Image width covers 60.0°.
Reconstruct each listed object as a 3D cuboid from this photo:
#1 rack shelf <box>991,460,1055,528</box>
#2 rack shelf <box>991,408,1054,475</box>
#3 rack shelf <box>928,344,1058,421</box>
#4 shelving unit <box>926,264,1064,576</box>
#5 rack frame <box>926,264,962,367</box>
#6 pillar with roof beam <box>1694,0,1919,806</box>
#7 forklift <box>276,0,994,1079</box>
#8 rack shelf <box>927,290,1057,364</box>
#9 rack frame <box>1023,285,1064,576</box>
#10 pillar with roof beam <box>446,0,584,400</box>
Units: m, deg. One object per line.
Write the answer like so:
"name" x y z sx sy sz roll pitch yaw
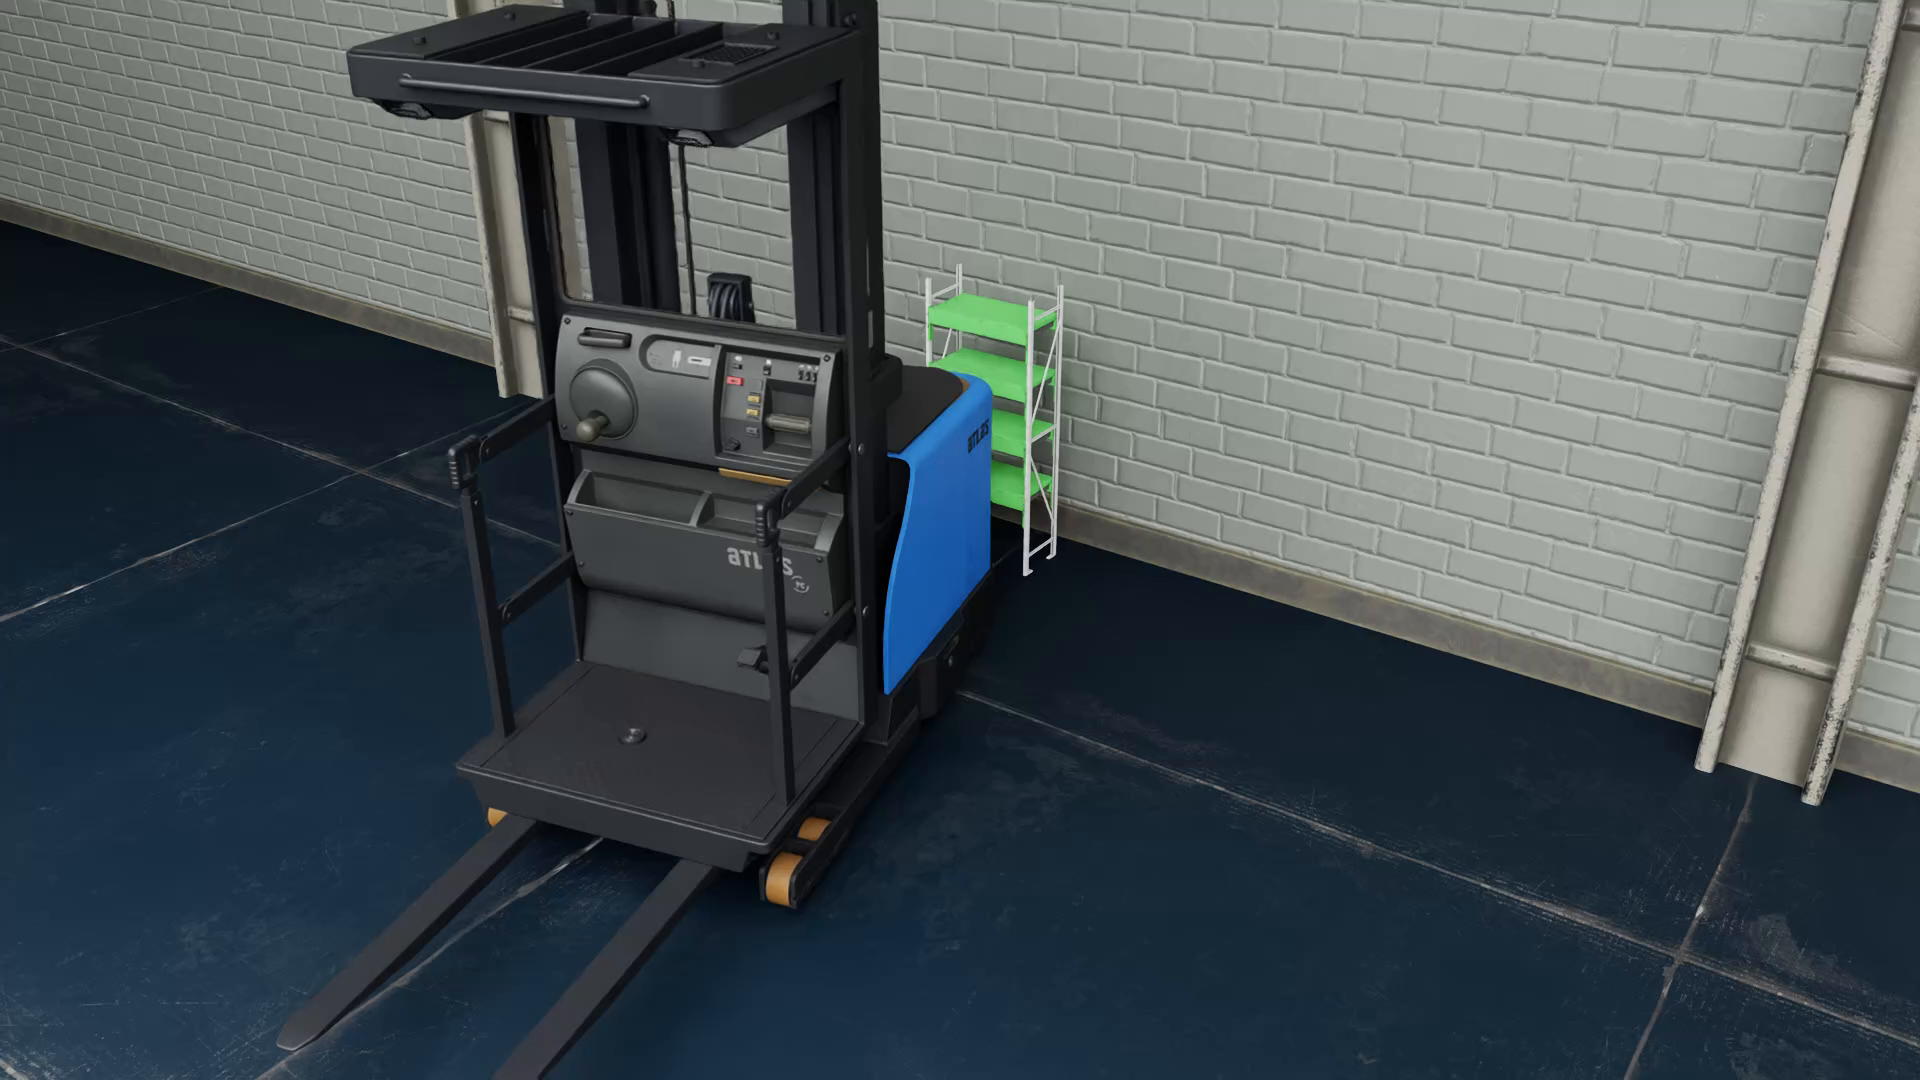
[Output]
"rack shelf" 0.136 -0.221 7.032 0.480 0.148 0.258 17 32 30
"rack shelf" 0.136 -0.435 6.923 0.480 0.148 0.258 17 32 30
"rack shelf" 0.136 -0.649 6.814 0.480 0.148 0.258 17 32 30
"shelving unit" 0.136 -0.492 6.894 0.503 1.200 0.258 17 32 30
"rack frame" -0.065 -0.555 7.017 0.015 1.200 0.240 17 32 30
"pillar with roof beam" 0.334 -1.625 0.522 0.400 9.000 9.100 17 32 30
"forklift" -0.880 -0.405 4.815 1.130 2.935 3.031 10 29 19
"rack shelf" 0.136 -0.863 6.706 0.480 0.148 0.258 17 32 30
"rack frame" 0.338 -0.430 6.771 0.015 1.200 0.240 17 32 30
"pillar with roof beam" -4.612 -3.166 3.549 0.400 9.000 9.100 17 32 30
